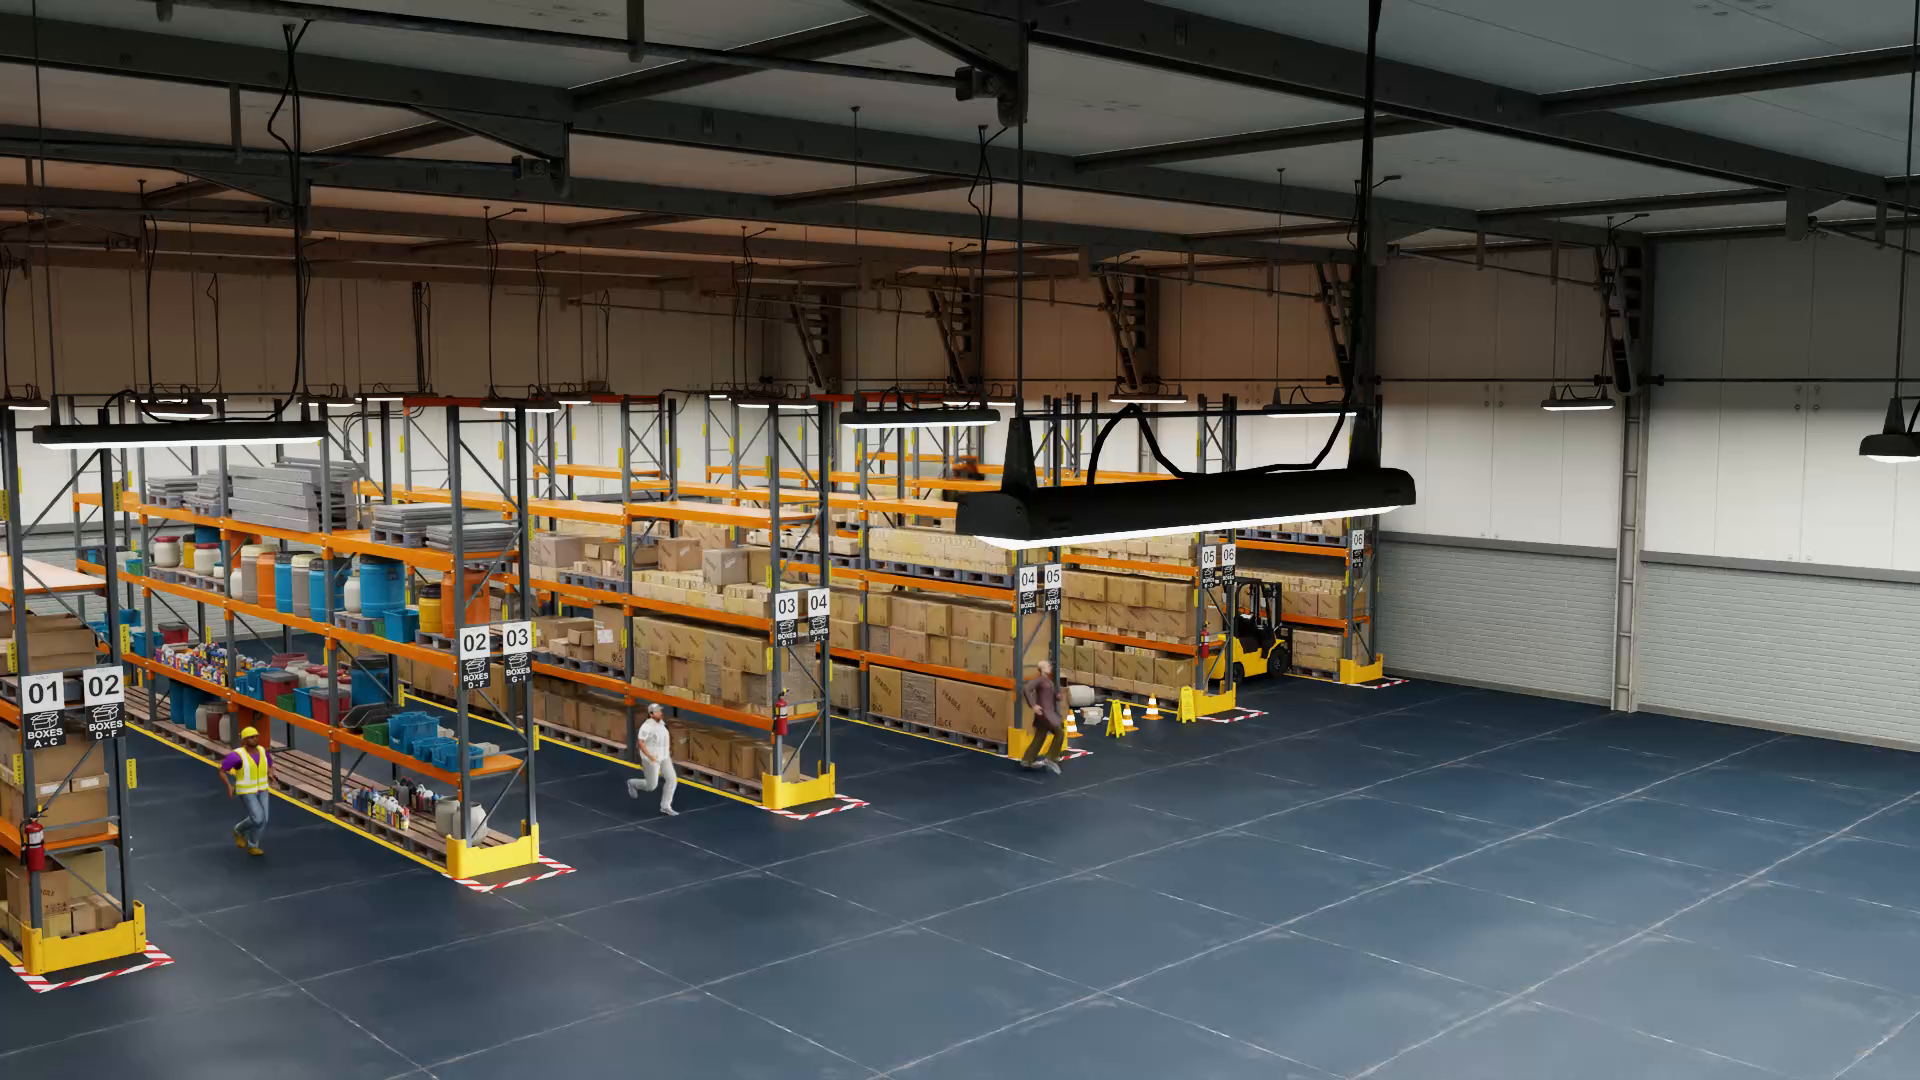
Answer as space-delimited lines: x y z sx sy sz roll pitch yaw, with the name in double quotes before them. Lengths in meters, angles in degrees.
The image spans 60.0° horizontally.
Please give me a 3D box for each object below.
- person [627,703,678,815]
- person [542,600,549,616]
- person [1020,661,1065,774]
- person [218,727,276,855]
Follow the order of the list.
"person" -4.482 3.196 24.327 0.804 1.642 0.606 3 6 31
"person" -10.206 1.603 40.867 0.686 1.578 0.659 -2 6 -19
"person" 1.339 2.862 26.947 0.722 1.811 0.711 0 6 4
"person" -9.382 3.338 22.087 0.578 1.722 0.705 4 7 32
